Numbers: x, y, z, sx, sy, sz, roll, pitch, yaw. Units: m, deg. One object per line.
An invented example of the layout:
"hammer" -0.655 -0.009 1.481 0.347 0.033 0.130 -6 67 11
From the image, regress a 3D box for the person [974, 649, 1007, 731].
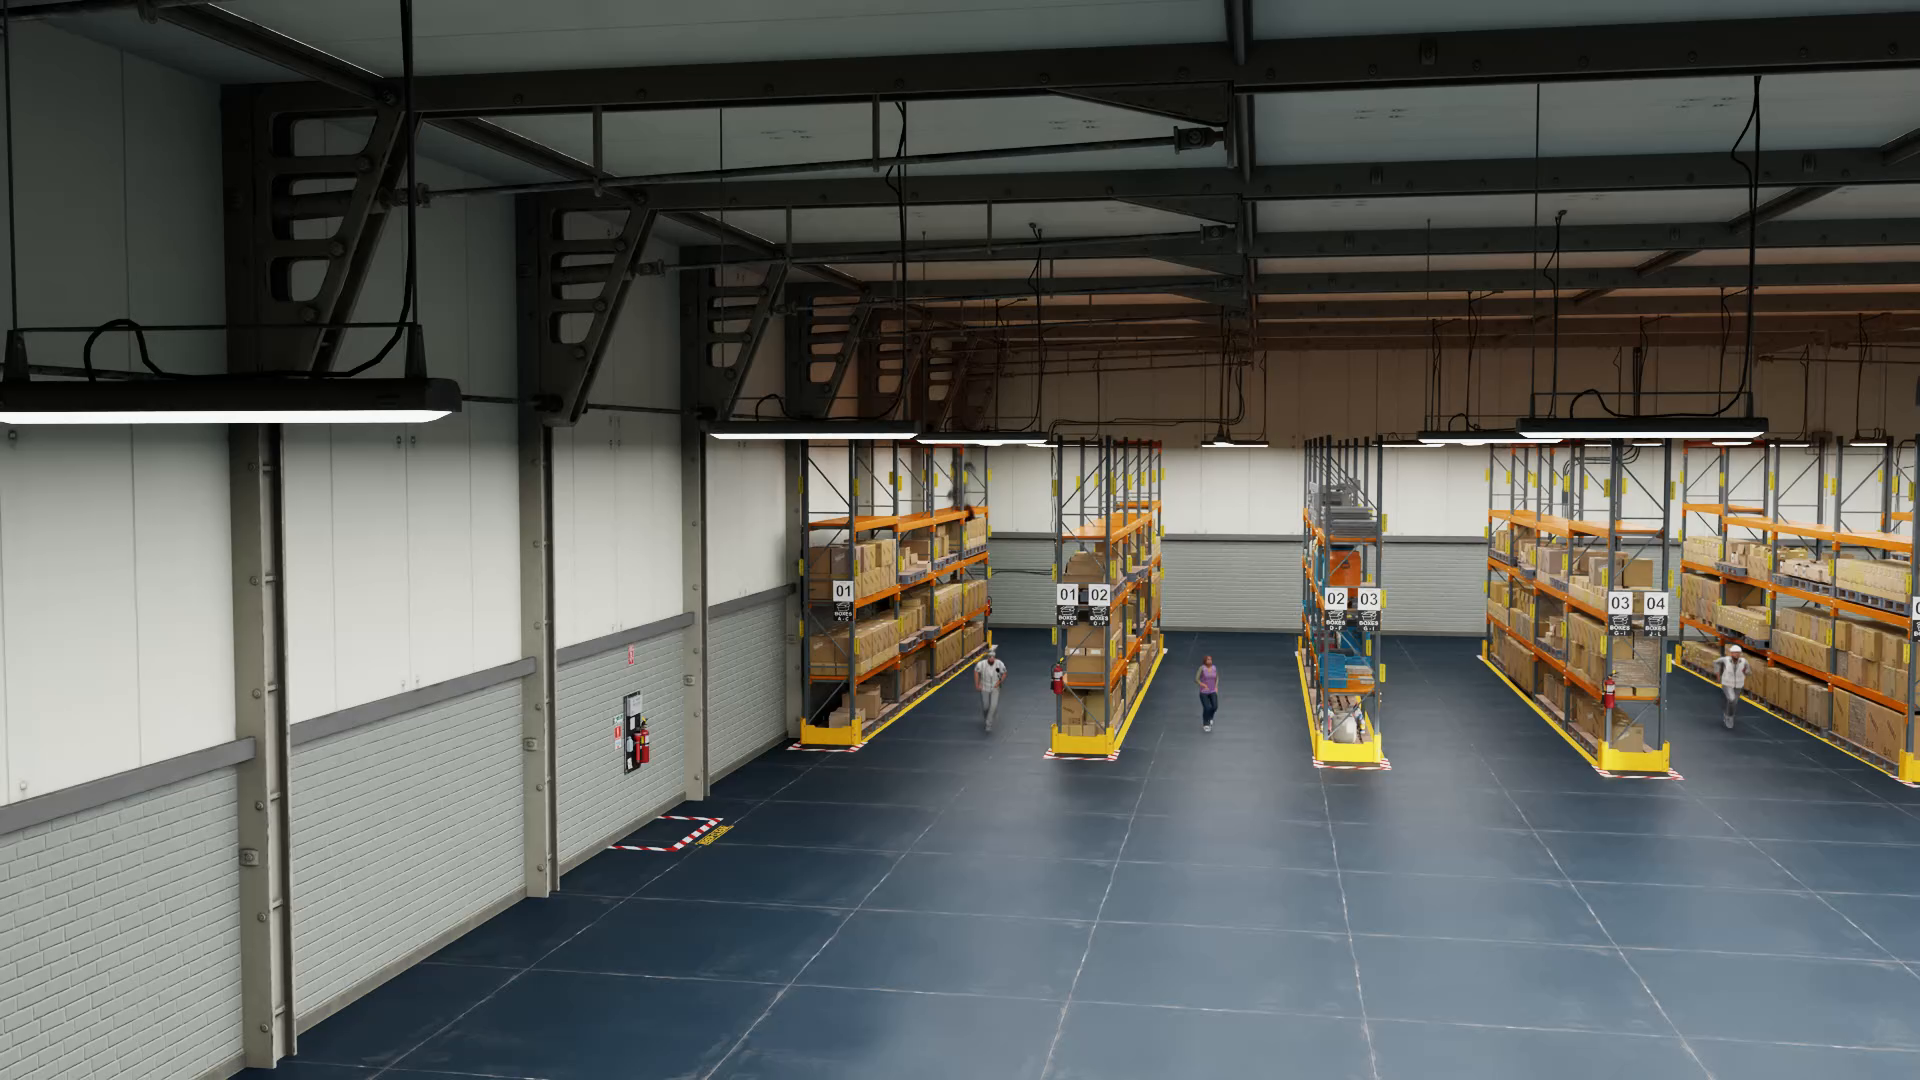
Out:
"person" 0.618 3.054 34.098 0.658 1.709 0.778 0 3 -8

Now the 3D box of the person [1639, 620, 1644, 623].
"person" 17.662 2.629 42.889 0.655 1.627 0.979 0 3 1

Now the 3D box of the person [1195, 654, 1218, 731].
"person" 5.043 3.110 33.798 0.541 1.565 0.522 -1 3 -10

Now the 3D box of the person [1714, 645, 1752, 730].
"person" 15.868 3.004 34.174 0.646 1.747 0.926 0 3 6
